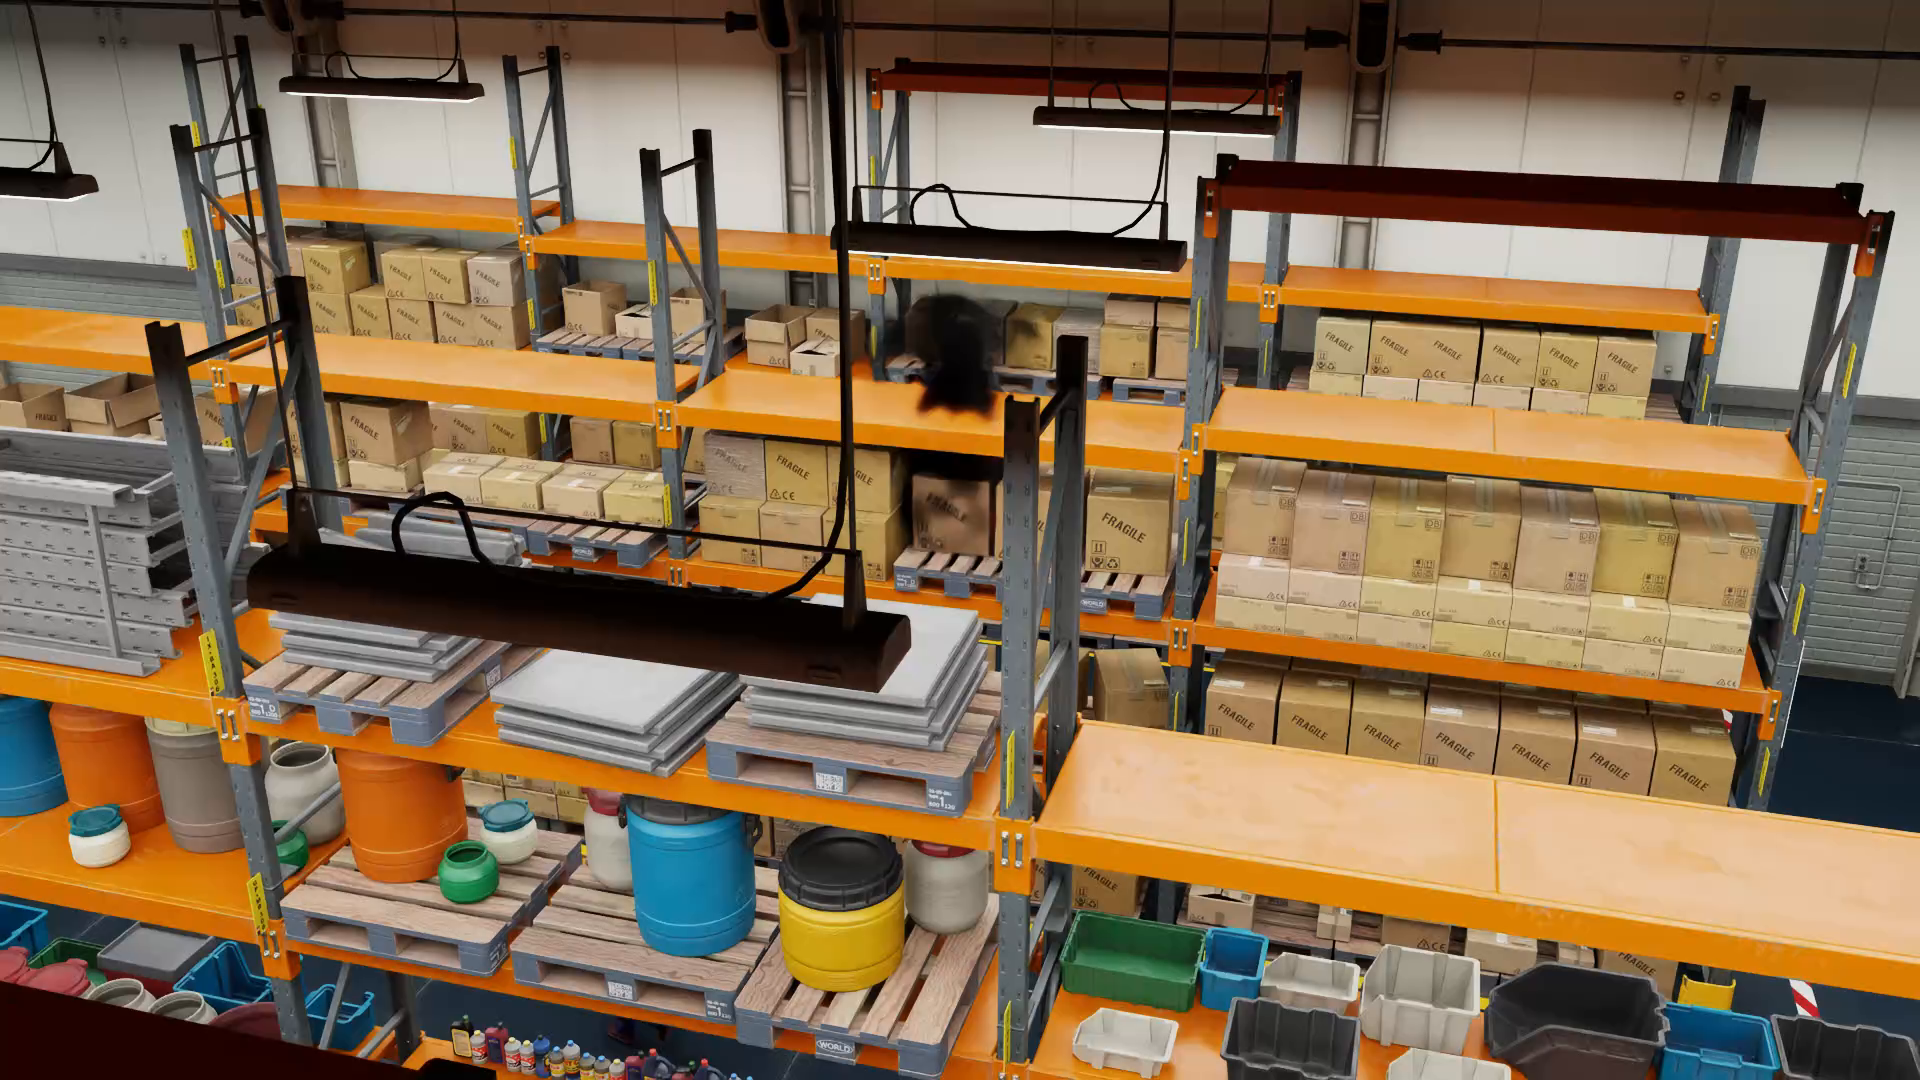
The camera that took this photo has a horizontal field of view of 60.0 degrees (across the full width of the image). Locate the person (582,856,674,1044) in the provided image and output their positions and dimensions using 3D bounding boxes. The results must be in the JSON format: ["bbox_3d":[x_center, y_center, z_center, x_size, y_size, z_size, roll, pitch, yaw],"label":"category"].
[{"bbox_3d":[-2.413,2.960,11.746,0.899,1.481,0.613,12,25,27],"label":"person"}]
